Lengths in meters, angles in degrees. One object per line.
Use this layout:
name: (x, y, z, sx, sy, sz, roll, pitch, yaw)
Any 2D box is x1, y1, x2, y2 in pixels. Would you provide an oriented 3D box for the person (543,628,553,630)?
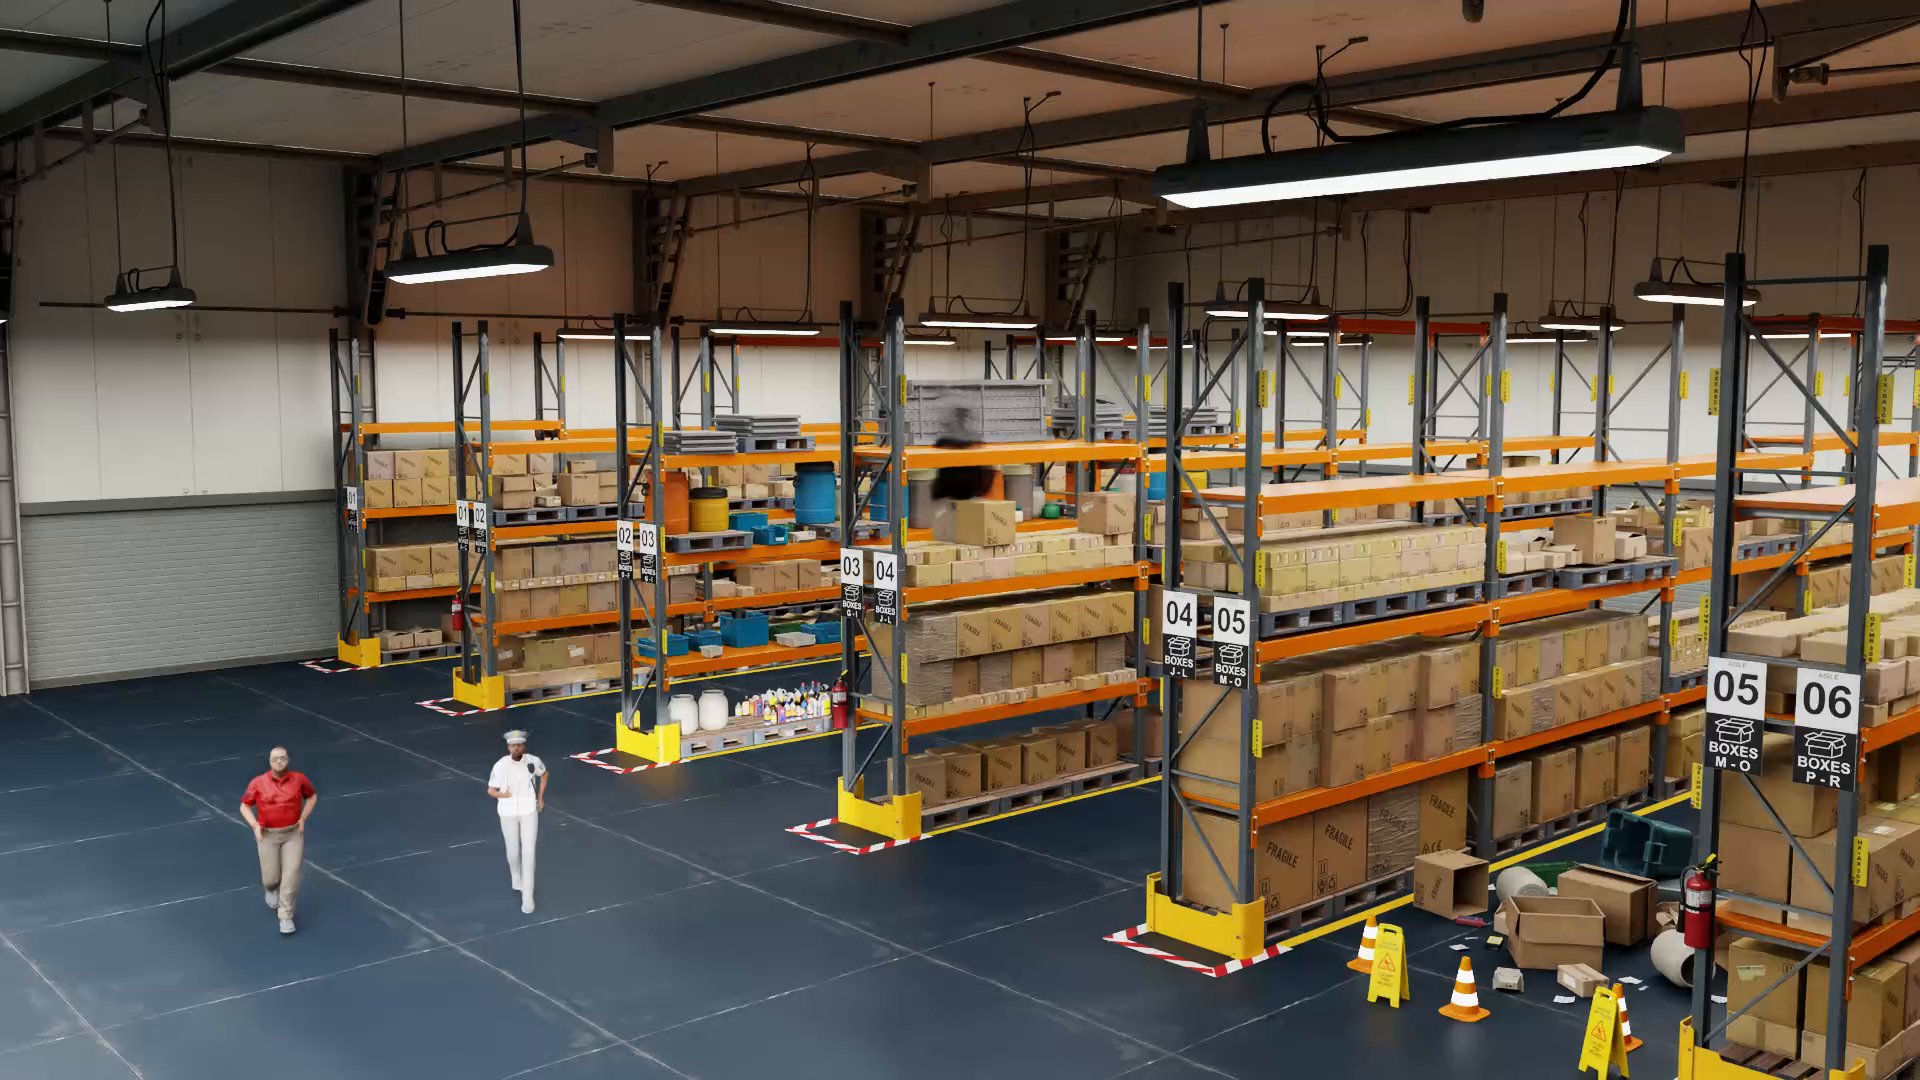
person: (-7.226, 1.464, 29.056, 0.590, 1.740, 0.726, 5, 7, 41)

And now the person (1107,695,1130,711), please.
person: (2.351, 2.035, 24.020, 0.538, 1.545, 0.549, 4, 7, 37)

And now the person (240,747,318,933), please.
person: (-6.375, 2.779, 15.619, 0.680, 1.686, 0.783, -3, 6, -27)

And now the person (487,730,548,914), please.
person: (-4.337, 2.697, 16.294, 0.551, 1.721, 0.883, -1, 6, -14)

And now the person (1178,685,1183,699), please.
person: (3.331, 1.889, 24.800, 0.709, 1.655, 0.757, 4, 7, 36)
